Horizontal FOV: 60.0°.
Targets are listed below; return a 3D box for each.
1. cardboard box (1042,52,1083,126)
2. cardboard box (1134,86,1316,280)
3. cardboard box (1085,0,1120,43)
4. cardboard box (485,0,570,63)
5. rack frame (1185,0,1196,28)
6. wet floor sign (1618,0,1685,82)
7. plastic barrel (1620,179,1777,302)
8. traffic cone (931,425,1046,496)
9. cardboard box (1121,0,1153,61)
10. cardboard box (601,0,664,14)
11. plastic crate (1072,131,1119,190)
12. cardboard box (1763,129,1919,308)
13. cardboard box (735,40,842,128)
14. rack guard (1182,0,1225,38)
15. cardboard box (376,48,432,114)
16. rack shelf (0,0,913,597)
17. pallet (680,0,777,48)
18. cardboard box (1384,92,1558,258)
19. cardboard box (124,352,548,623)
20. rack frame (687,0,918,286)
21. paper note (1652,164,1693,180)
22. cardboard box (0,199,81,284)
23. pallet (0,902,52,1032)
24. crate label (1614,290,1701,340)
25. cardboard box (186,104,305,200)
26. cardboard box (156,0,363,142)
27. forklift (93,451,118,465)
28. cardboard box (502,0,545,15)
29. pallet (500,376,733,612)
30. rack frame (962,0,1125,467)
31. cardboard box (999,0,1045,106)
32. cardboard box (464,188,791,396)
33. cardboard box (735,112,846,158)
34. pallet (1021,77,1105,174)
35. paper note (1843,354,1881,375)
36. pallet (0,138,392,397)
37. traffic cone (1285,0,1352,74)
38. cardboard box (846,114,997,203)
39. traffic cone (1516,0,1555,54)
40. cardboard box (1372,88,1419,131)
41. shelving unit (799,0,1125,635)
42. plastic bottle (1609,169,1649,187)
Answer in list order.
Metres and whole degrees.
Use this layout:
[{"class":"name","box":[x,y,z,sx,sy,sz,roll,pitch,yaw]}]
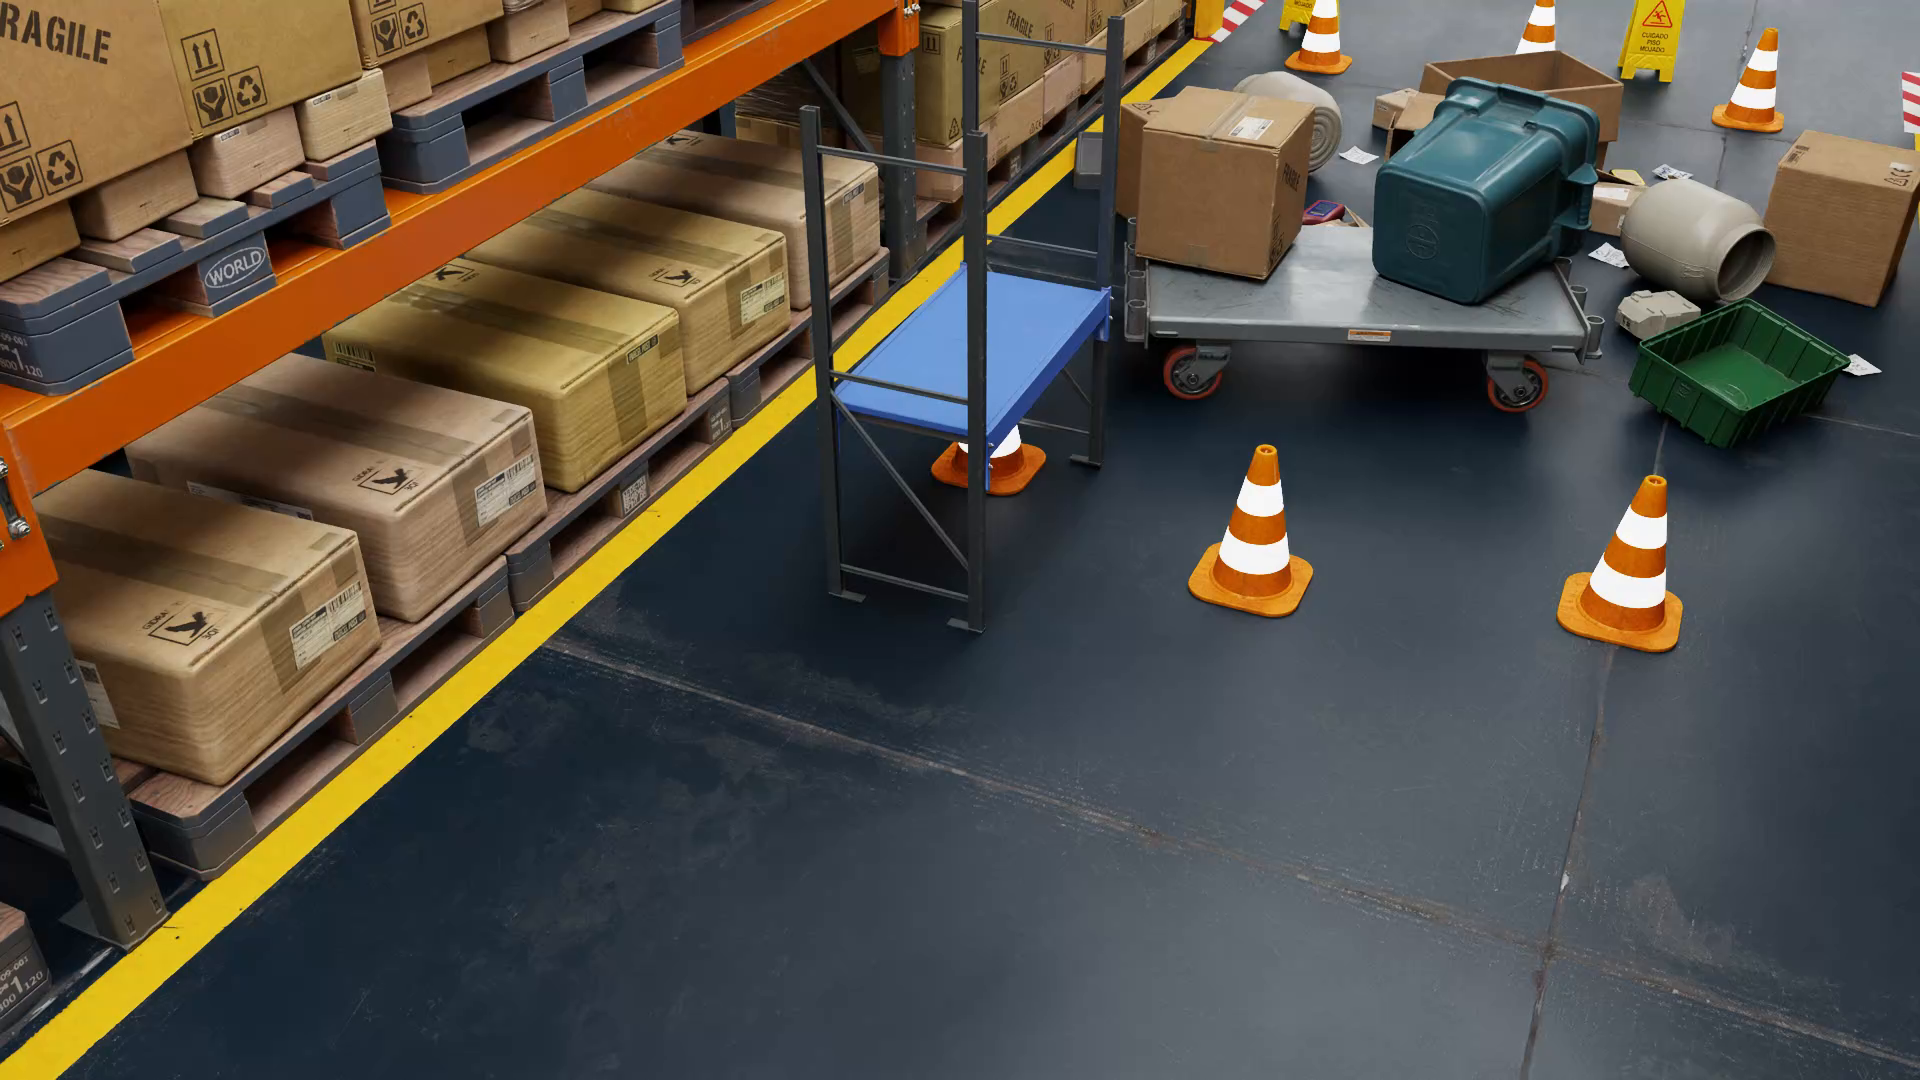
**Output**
[{"class":"cardboard box","box":[0.270,-2.236,8.049,0.500,0.250,0.500,14,36,20]},{"class":"cardboard box","box":[0.974,-1.323,6.121,0.500,0.500,0.500,14,36,20]},{"class":"cardboard box","box":[0.488,-2.807,8.236,0.500,0.500,0.500,13,36,19]},{"class":"cardboard box","box":[-1.303,-1.436,4.551,0.380,0.149,0.250,15,36,22]},{"class":"rack frame","box":[1.019,-4.437,9.281,1.000,3.000,0.127,14,36,20]},{"class":"wet floor sign","box":[3.771,-2.836,8.986,0.267,0.644,0.232,8,34,12]},{"class":"plastic barrel","box":[2.965,-1.199,6.692,0.421,0.421,0.512,-15,36,-21]},{"class":"traffic cone","box":[0.098,-0.445,5.507,0.336,0.463,0.334,14,36,20]},{"class":"cardboard box","box":[0.701,-2.742,8.821,0.500,0.250,0.500,14,36,21]},{"class":"cardboard box","box":[-1.059,-1.691,4.939,0.380,0.149,0.250,14,36,20]},{"class":"plastic crate","box":[0.747,-1.818,7.949,0.402,0.080,0.583,3,33,4]},{"class":"cardboard box","box":[3.601,-1.324,6.811,0.500,0.500,0.500,21,39,28]},{"class":"cardboard box","box":[-0.651,-2.140,7.219,0.500,0.500,0.500,14,36,20]},{"class":"rack guard","box":[0.987,-3.354,9.909,1.175,0.500,0.348,14,36,20]},{"class":"cardboard box","box":[-1.554,-1.171,4.147,0.380,0.149,0.250,16,37,23]},{"class":"rack shelf","box":[-1.492,-1.148,4.921,1.077,0.370,4.000,14,36,20]},{"class":"pallet","box":[-1.107,-2.017,5.766,1.003,0.211,1.213,14,36,20]},{"class":"cardboard box","box":[2.200,-1.526,6.995,0.797,0.637,0.503,14,36,20]},{"class":"cardboard box","box":[-1.781,-0.178,4.799,0.950,0.372,0.625,13,36,20]},{"class":"rack frame","box":[-0.655,-2.445,6.243,1.000,3.000,0.127,14,36,20]},{"class":"paper note","box":[3.376,-1.739,7.875,0.144,0.017,0.142,29,43,36]},{"class":"cardboard box","box":[-2.023,-0.642,3.340,0.380,0.149,0.250,12,35,18]},{"class":"pallet","box":[-2.727,1.089,3.397,1.003,0.211,1.213,14,36,20]},{"class":"crate label","box":[2.708,-0.863,6.441,0.298,0.136,0.250,-9,34,-13]},{"class":"cardboard box","box":[-1.718,-0.901,3.735,0.380,0.149,0.250,12,35,17]},{"class":"cardboard box","box":[-1.718,-1.227,3.640,0.500,0.500,0.500,16,37,23]},{"class":"forklift","box":[-3.424,-1.562,4.960,1.130,2.935,3.031,13,36,20]},{"class":"cardboard box","box":[-1.286,-1.740,4.422,0.500,0.500,0.500,13,35,19]},{"class":"pallet","box":[-1.488,-0.281,5.486,1.003,0.211,1.213,14,36,20]},{"class":"rack frame","box":[0.245,-0.932,5.277,0.500,1.500,0.032,14,36,20]},{"class":"cardboard box","box":[0.051,-2.285,7.440,0.500,0.500,0.500,16,36,22]},{"class":"cardboard box","box":[-1.170,-0.901,5.902,0.950,0.372,0.625,16,37,23]},{"class":"cardboard box","box":[-0.652,-1.827,7.425,0.500,0.250,0.500,16,36,23]},{"class":"pallet","box":[0.103,-2.231,8.460,1.003,0.211,1.213,14,36,20]},{"class":"paper note","box":[3.342,-0.661,6.229,0.147,0.020,0.142,-9,34,-13]},{"class":"pallet","box":[-2.127,-0.752,3.836,1.213,0.211,1.003,14,36,20]},{"class":"traffic cone","box":[2.010,-2.866,9.199,0.336,0.463,0.334,14,36,20]},{"class":"cardboard box","box":[-0.163,-1.702,7.235,0.500,0.250,0.500,13,35,18]},{"class":"traffic cone","box":[3.161,-2.781,9.069,0.336,0.463,0.334,14,36,20]},{"class":"cardboard box","box":[2.305,-2.129,8.361,0.250,0.149,0.380,-21,39,-29]},{"class":"shelving unit","box":[0.041,-0.671,4.892,0.538,1.500,1.048,14,36,20]},{"class":"plastic bottle","box":[3.099,-1.636,7.690,0.133,0.061,0.283,3,33,4]}]
